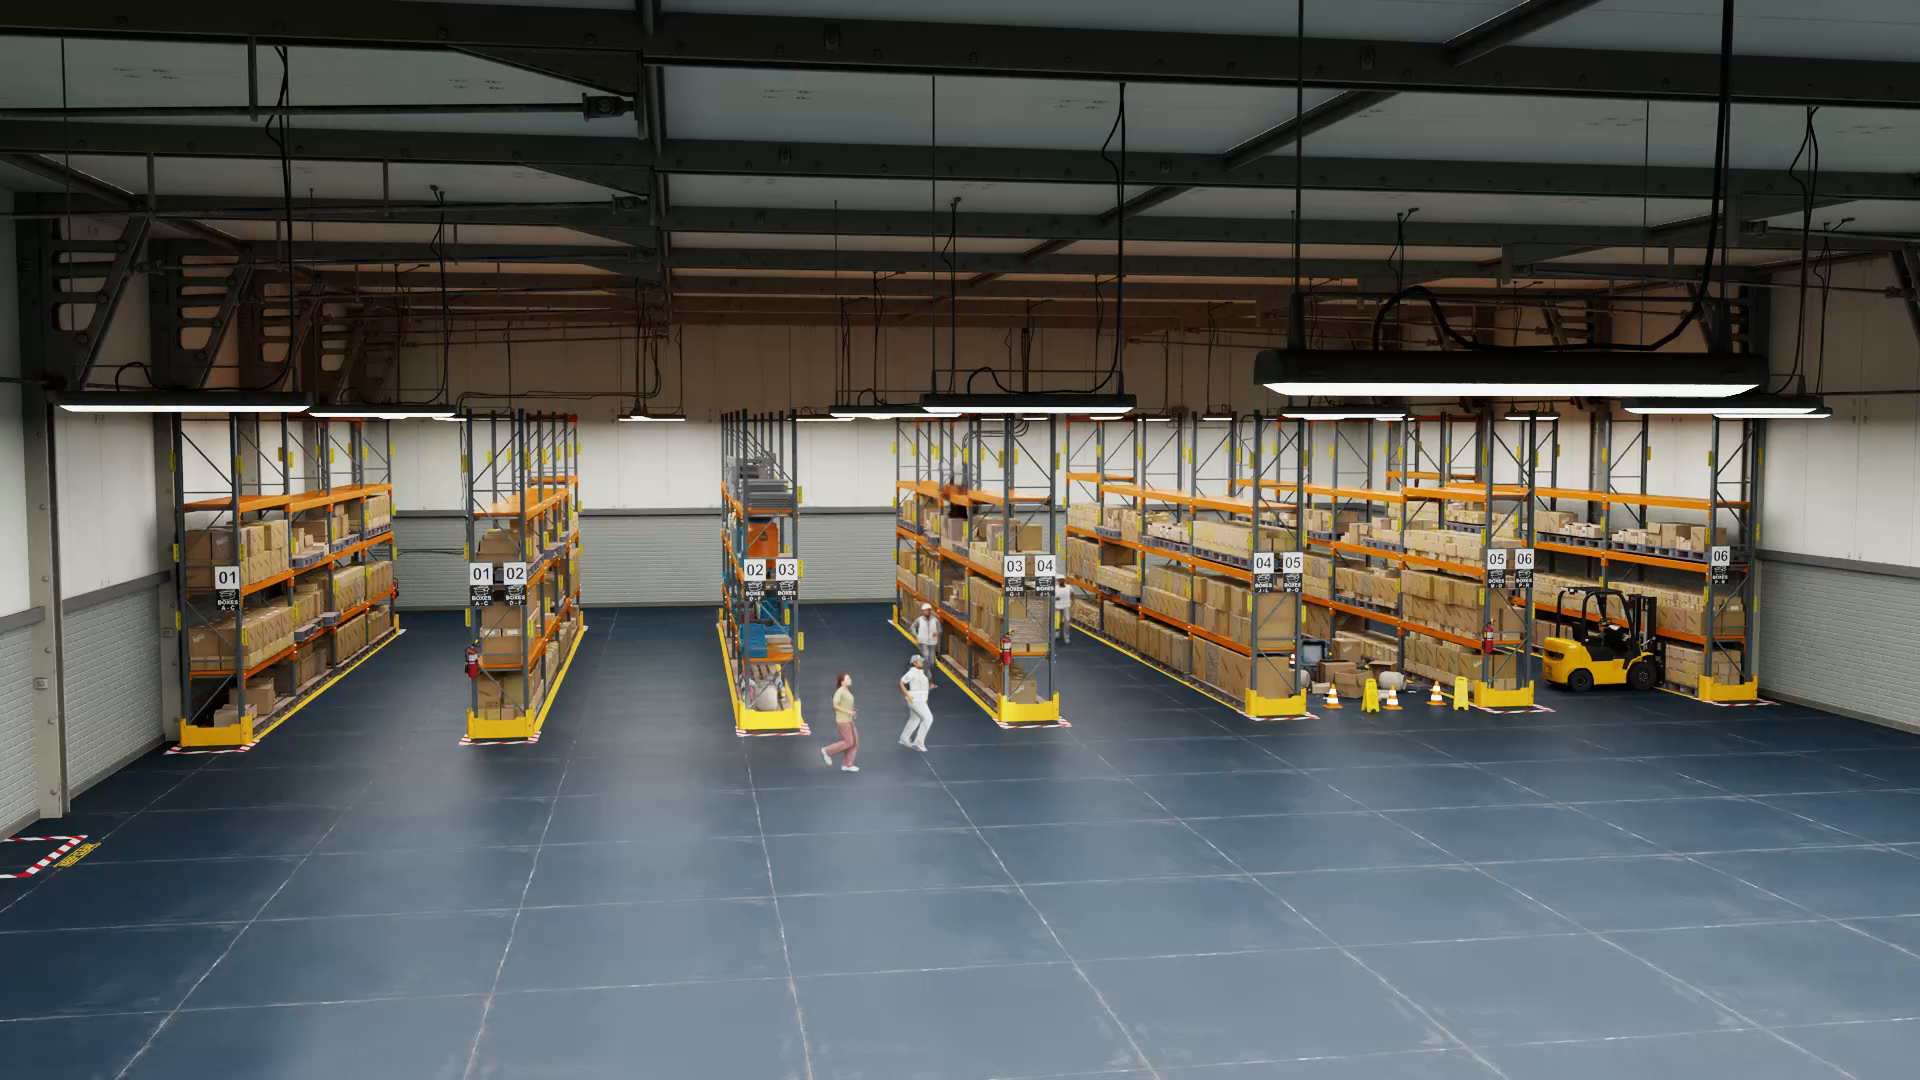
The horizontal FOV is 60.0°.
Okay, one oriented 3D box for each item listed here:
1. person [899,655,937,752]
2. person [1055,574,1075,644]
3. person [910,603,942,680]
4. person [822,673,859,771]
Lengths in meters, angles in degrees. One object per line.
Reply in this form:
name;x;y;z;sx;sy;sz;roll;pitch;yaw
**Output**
person;-0.748;2.865;29.205;0.716;1.712;0.574;1;4;11
person;2.704;1.786;43.717;0.707;1.768;0.952;0;4;-6
person;-0.705;2.188;35.982;0.664;1.641;0.861;-1;4;-15
person;-1.957;2.992;27.447;0.626;1.628;0.580;1;4;13
